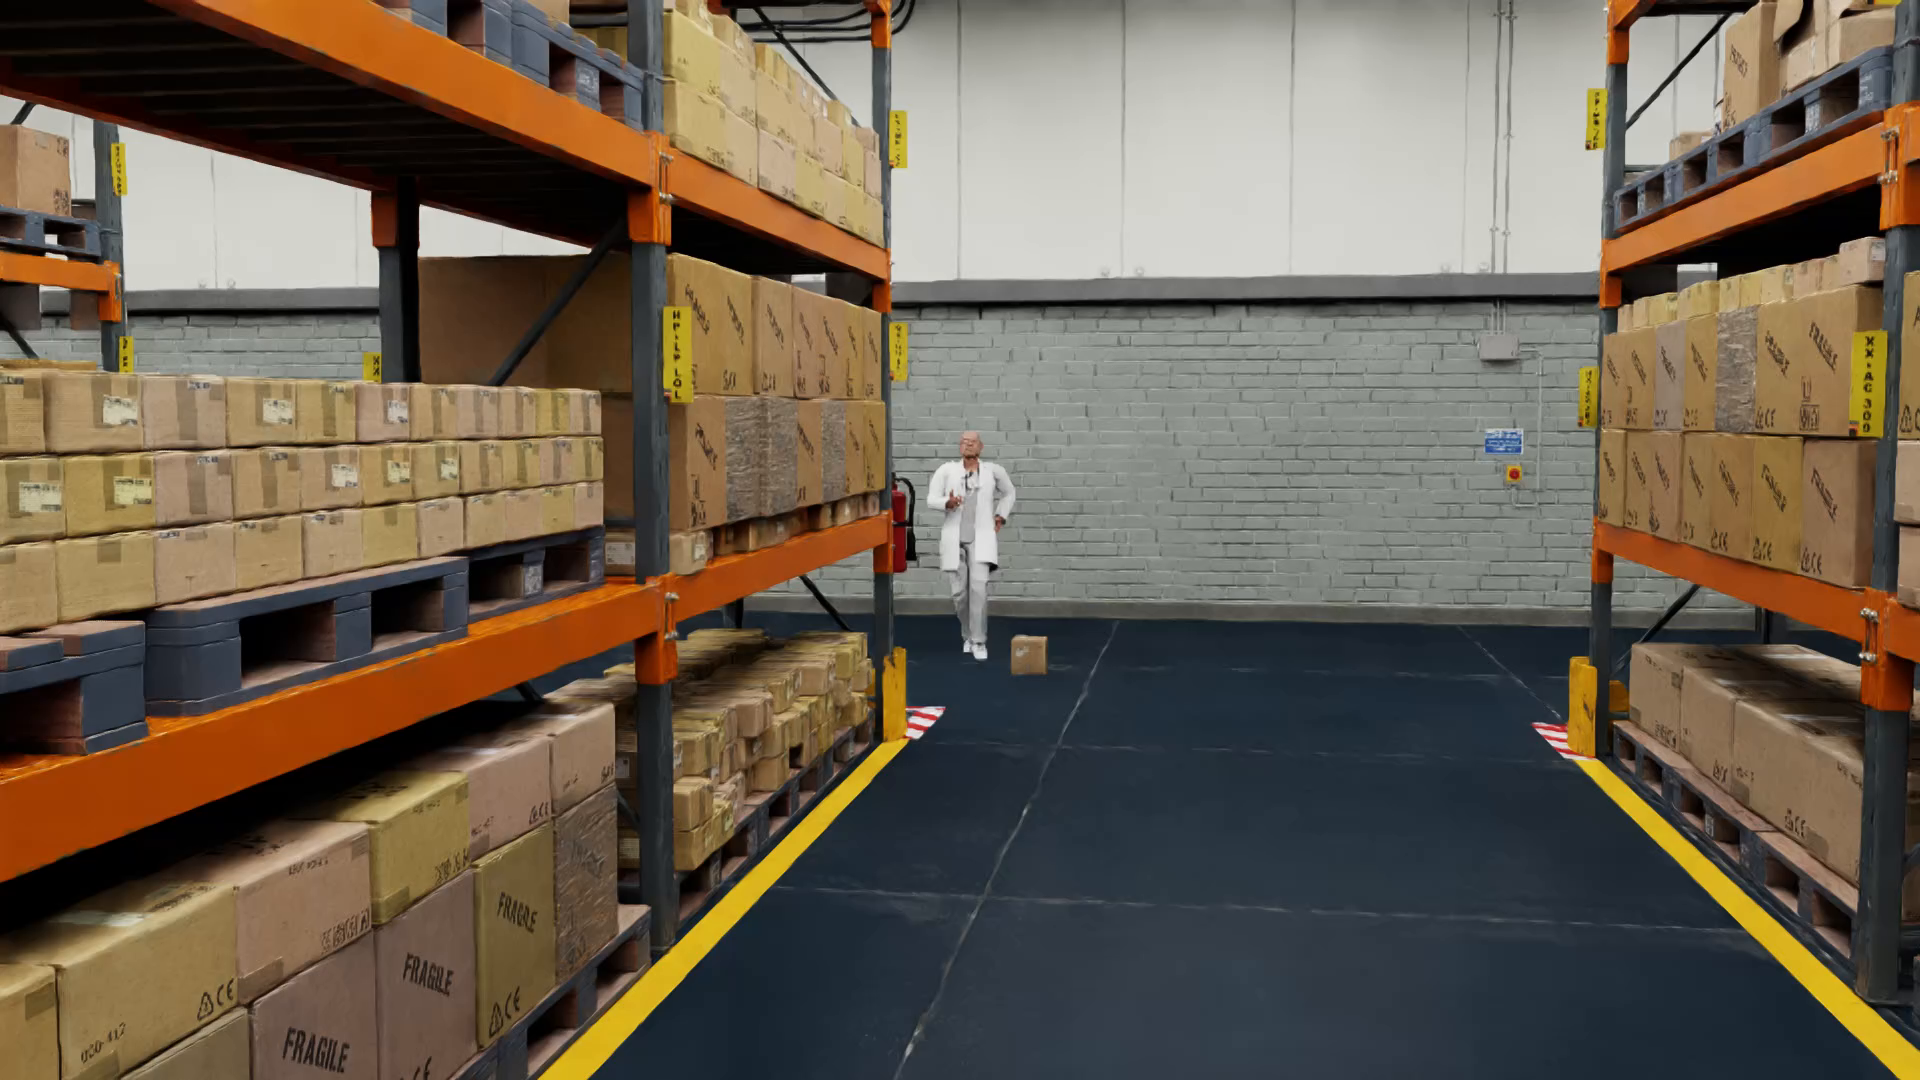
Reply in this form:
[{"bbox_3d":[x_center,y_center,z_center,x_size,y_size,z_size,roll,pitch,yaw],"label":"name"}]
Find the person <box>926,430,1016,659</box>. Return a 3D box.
[{"bbox_3d":[0.073,0.029,13.083,0.684,1.784,0.733,1,4,7],"label":"person"}]
